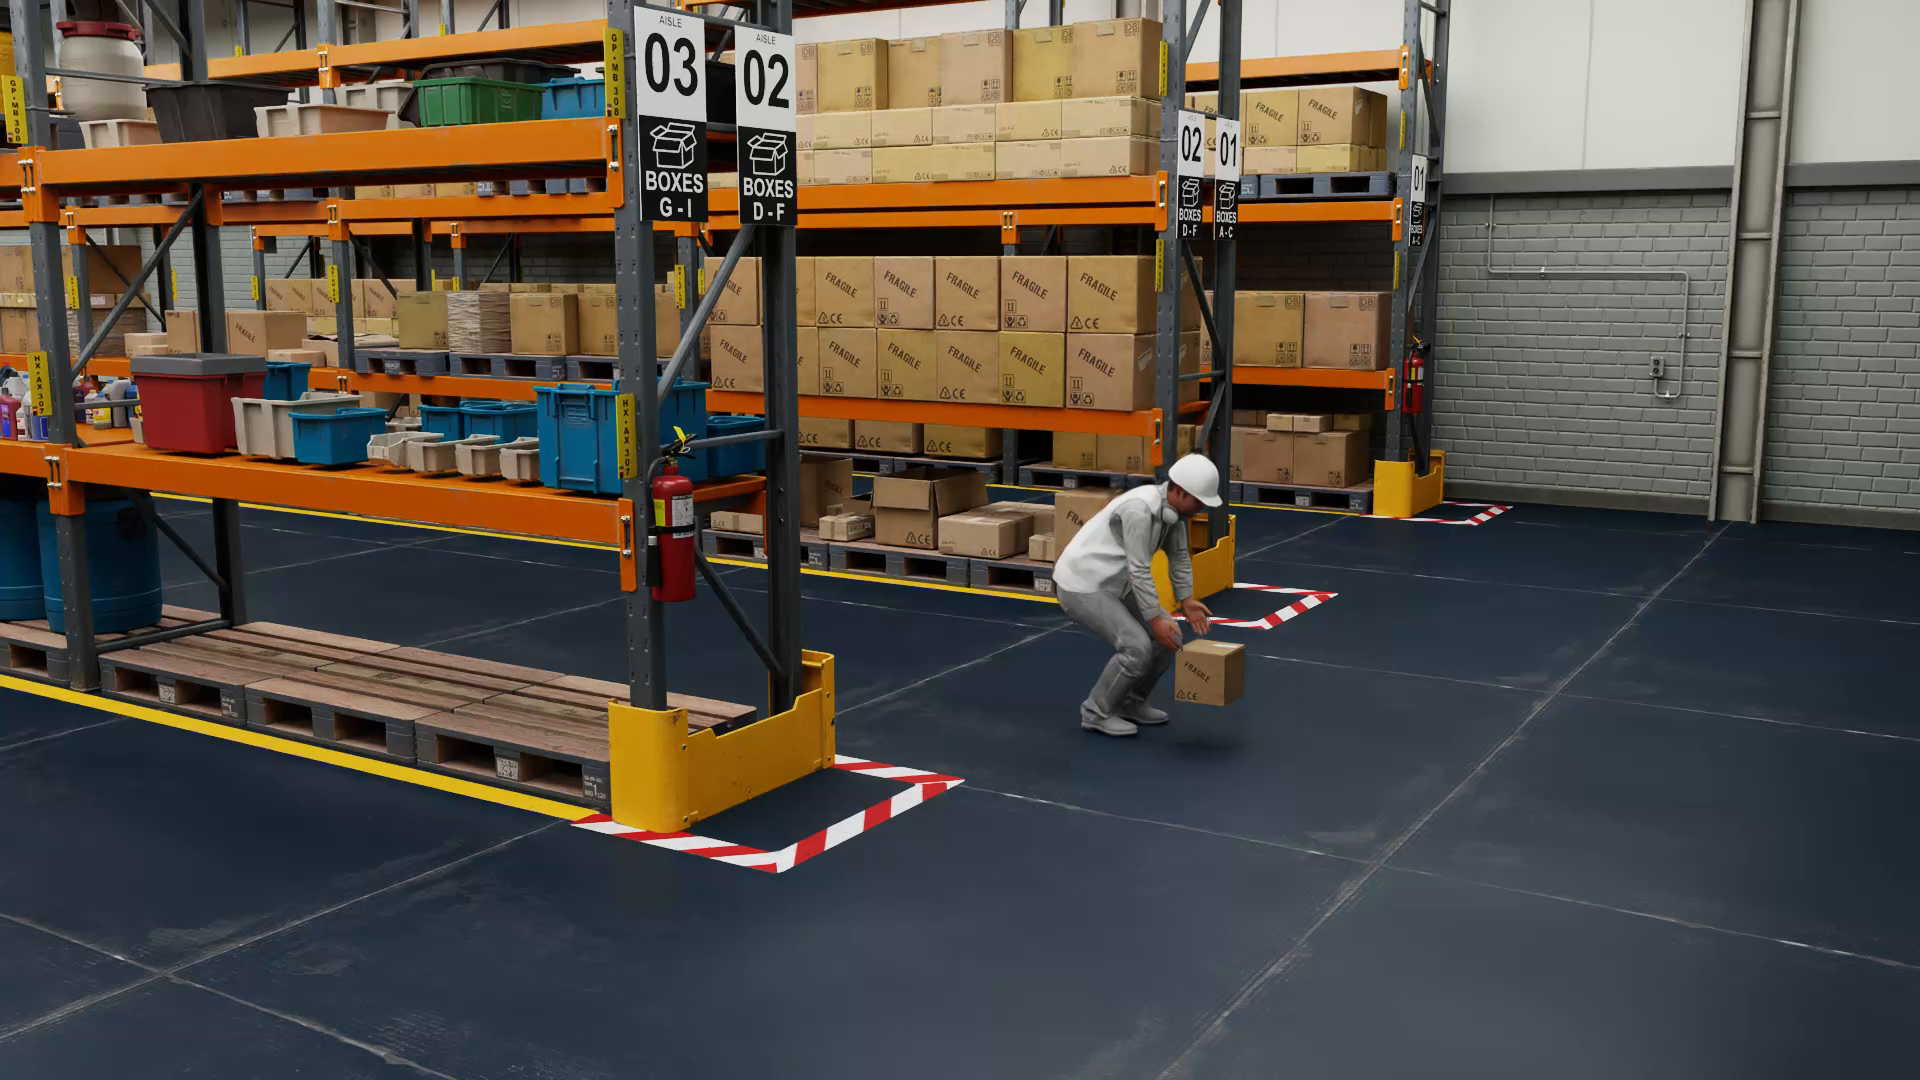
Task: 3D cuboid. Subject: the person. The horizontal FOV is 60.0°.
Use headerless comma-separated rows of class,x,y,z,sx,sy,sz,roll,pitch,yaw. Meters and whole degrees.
person,0.873,0.245,8.086,0.797,1.363,0.590,6,11,31
